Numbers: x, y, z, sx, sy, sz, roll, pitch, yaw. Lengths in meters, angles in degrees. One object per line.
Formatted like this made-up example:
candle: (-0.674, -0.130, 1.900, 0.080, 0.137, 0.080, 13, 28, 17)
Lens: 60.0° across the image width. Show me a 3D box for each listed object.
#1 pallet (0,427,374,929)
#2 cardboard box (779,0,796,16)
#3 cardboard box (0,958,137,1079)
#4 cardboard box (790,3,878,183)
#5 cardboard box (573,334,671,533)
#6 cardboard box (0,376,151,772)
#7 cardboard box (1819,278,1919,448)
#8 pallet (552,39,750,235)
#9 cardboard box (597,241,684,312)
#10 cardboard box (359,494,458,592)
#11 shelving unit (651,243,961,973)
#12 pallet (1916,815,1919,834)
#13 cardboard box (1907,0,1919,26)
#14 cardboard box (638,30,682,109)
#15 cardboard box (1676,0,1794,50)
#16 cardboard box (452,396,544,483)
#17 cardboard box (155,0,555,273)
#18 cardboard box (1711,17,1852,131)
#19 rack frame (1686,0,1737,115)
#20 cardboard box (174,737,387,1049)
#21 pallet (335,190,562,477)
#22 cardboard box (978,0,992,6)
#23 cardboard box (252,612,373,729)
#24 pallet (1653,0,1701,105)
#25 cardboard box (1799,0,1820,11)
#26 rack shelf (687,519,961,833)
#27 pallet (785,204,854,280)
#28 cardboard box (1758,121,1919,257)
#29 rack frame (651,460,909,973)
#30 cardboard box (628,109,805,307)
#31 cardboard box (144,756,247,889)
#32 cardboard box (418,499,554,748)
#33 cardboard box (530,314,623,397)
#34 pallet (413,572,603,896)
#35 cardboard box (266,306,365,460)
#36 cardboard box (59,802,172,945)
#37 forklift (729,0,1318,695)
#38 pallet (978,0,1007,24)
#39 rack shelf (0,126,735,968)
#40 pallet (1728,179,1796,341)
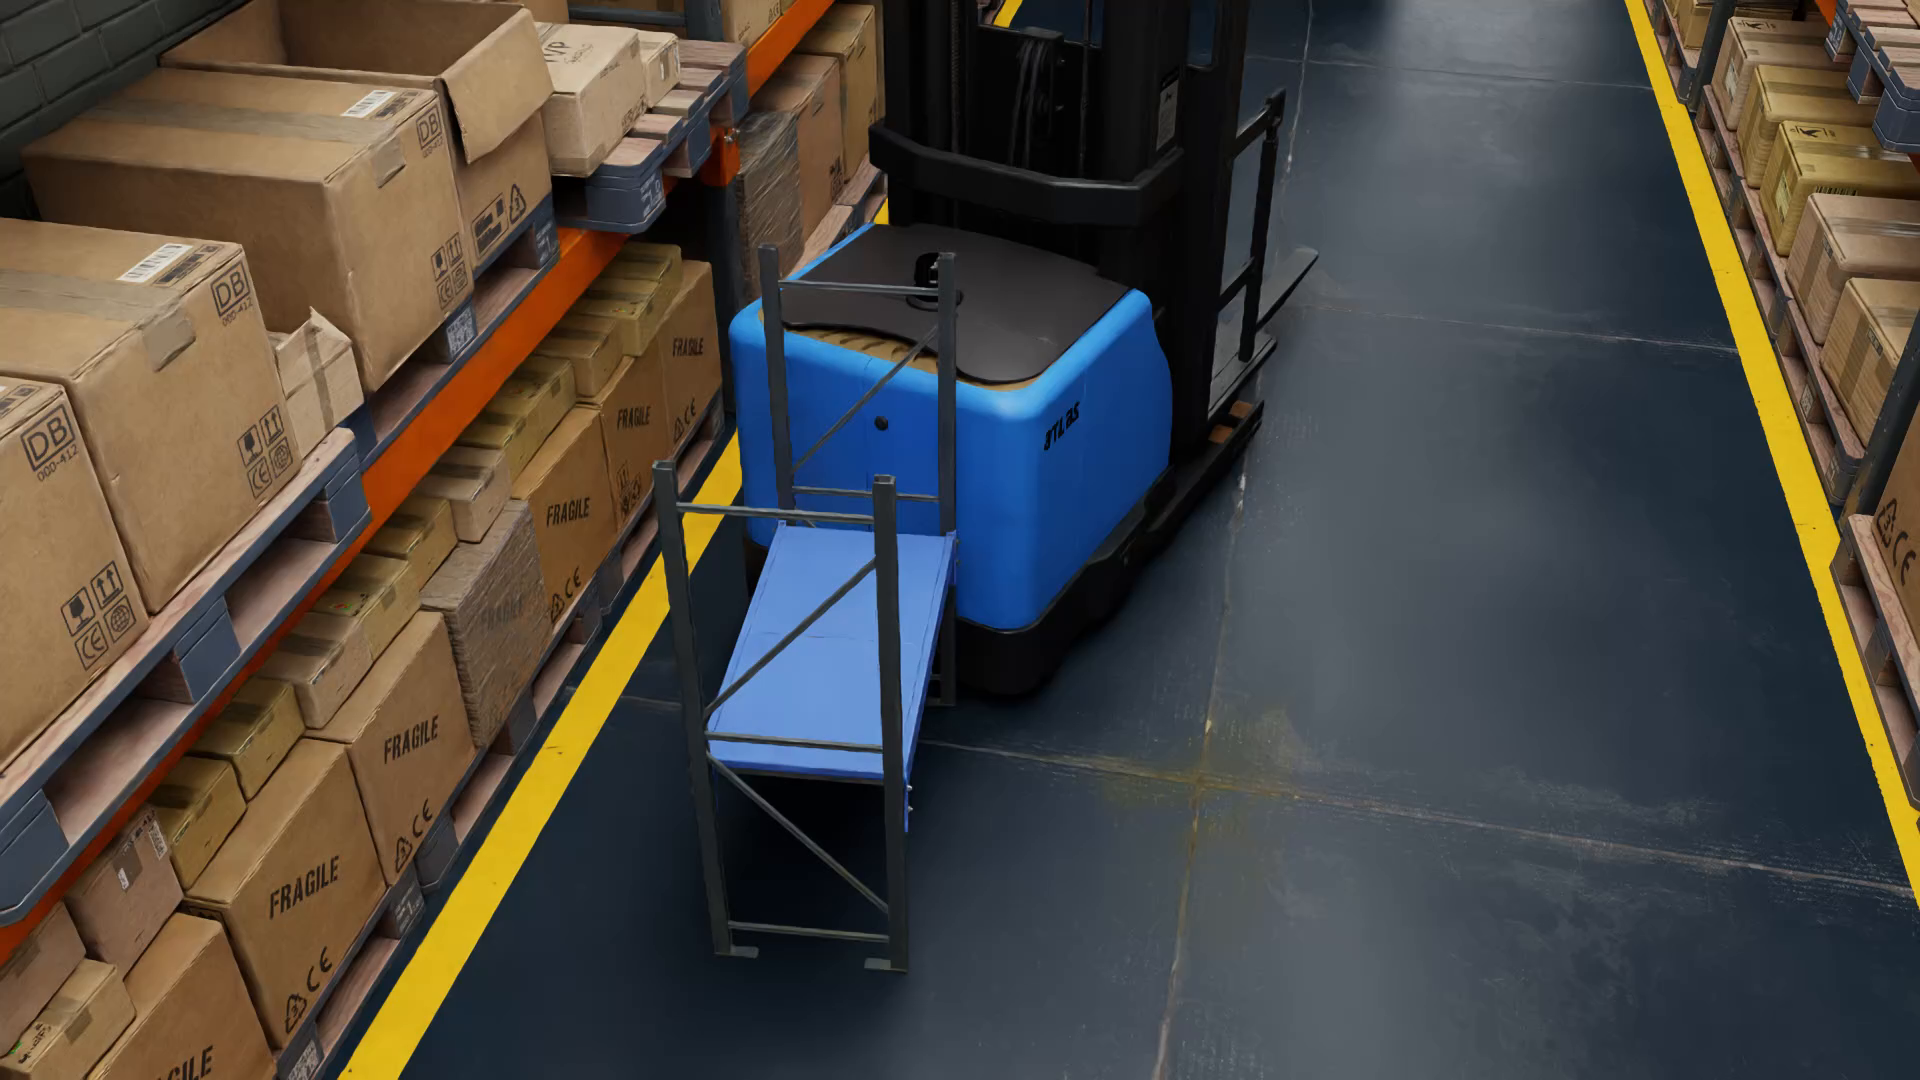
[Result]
pallet: (-1.882, 0.136, 3.169, 1.003, 0.211, 1.213, 7, 37, 10)
cardboard box: (-0.859, -2.241, 6.414, 0.500, 0.250, 0.500, 7, 36, 9)
cardboard box: (-1.822, 0.910, 3.158, 0.380, 0.149, 0.250, 9, 37, 12)
cardboard box: (-0.882, -2.116, 7.779, 0.875, 0.625, 0.625, 6, 36, 8)
cardboard box: (-1.302, -0.393, 5.509, 0.500, 0.500, 0.500, 7, 36, 9)
cardboard box: (-1.837, 0.043, 2.691, 0.700, 0.500, 0.500, 8, 37, 11)
cardboard box: (3.676, -0.599, 5.902, 0.950, 0.372, 0.625, 5, 36, 7)
pallet: (-1.381, -1.315, 5.172, 1.213, 0.211, 1.003, 7, 37, 10)
cardboard box: (-1.163, -0.896, 5.649, 0.380, 0.149, 0.250, 6, 36, 8)
cardboard box: (-1.575, -0.005, 4.420, 0.380, 0.149, 0.250, 7, 37, 10)
shelving unit: (-0.321, 0.172, 4.234, 0.538, 1.500, 1.048, 4, 36, 5)
pallet: (3.041, 1.099, 4.054, 1.003, 0.211, 1.213, 7, 37, 10)
cardboard box: (3.382, -1.769, 5.491, 0.380, 0.149, 0.250, 7, 37, 10)
cardboard box: (-1.070, -1.434, 5.028, 0.380, 0.149, 0.250, 8, 37, 11)
cardboard box: (4.263, -2.893, 9.170, 0.500, 0.250, 0.500, 9, 37, 12)
cardboard box: (-1.443, -0.301, 4.829, 0.380, 0.149, 0.250, 7, 36, 9)
cardboard box: (-1.472, -1.043, 4.187, 0.797, 0.503, 0.637, 7, 36, 9)
cardboard box: (4.290, -2.268, 8.205, 0.950, 0.372, 0.625, 8, 37, 11)
rack frame: (4.400, -3.463, 7.972, 1.000, 3.000, 0.127, 7, 37, 10)
cardboard box: (-1.732, 0.790, 3.877, 0.500, 0.500, 0.500, 7, 36, 9)
pallet: (-1.715, -0.597, 4.181, 1.003, 0.211, 1.213, 7, 37, 10)
cardboard box: (-0.023, -3.376, 9.837, 0.500, 0.250, 0.500, 8, 37, 10)
cardboard box: (-1.660, 0.296, 4.005, 0.380, 0.149, 0.250, 7, 37, 10)
pallet: (4.509, -2.724, 9.328, 1.003, 0.211, 1.213, 7, 37, 10)
cardboard box: (4.790, -3.128, 8.856, 0.500, 0.500, 0.500, 9, 37, 12)
rack shelf: (-0.321, 0.318, 4.340, 0.538, 0.185, 1.000, 4, 36, 5)
pallet: (-1.091, -1.128, 7.127, 1.003, 0.211, 1.213, 7, 37, 10)
cardboard box: (3.993, -1.457, 7.085, 0.950, 0.372, 0.625, 8, 37, 12)
rack frame: (-0.381, 0.469, 3.825, 0.500, 1.500, 0.032, 4, 36, 5)
cardboard box: (-1.158, -1.355, 6.729, 0.875, 0.625, 0.625, 8, 37, 11)
cardboard box: (-1.795, 0.593, 3.595, 0.380, 0.149, 0.250, 6, 36, 8)
cardboard box: (-1.504, 0.207, 4.680, 0.500, 0.500, 0.500, 6, 36, 8)
cardboard box: (-1.290, -0.590, 5.227, 0.380, 0.149, 0.250, 6, 36, 8)
pallet: (-1.764, 0.460, 4.936, 1.003, 0.211, 1.213, 7, 37, 10)
cardboard box: (-1.487, -0.361, 3.449, 0.396, 0.266, 0.258, 9, 37, 12)
cardboard box: (-1.814, 0.635, 3.284, 0.380, 0.149, 0.250, 6, 36, 8)
forklift: (0.479, -1.564, 5.411, 1.130, 2.935, 3.031, 19, 40, 24)
pallet: (-0.239, -3.405, 10.268, 1.003, 0.211, 1.213, 7, 37, 10)
rack shelf: (-1.732, -0.352, 4.293, 1.077, 0.370, 4.000, 7, 37, 10)
pallet: (3.977, -1.186, 7.207, 1.003, 0.211, 1.213, 7, 37, 10)
